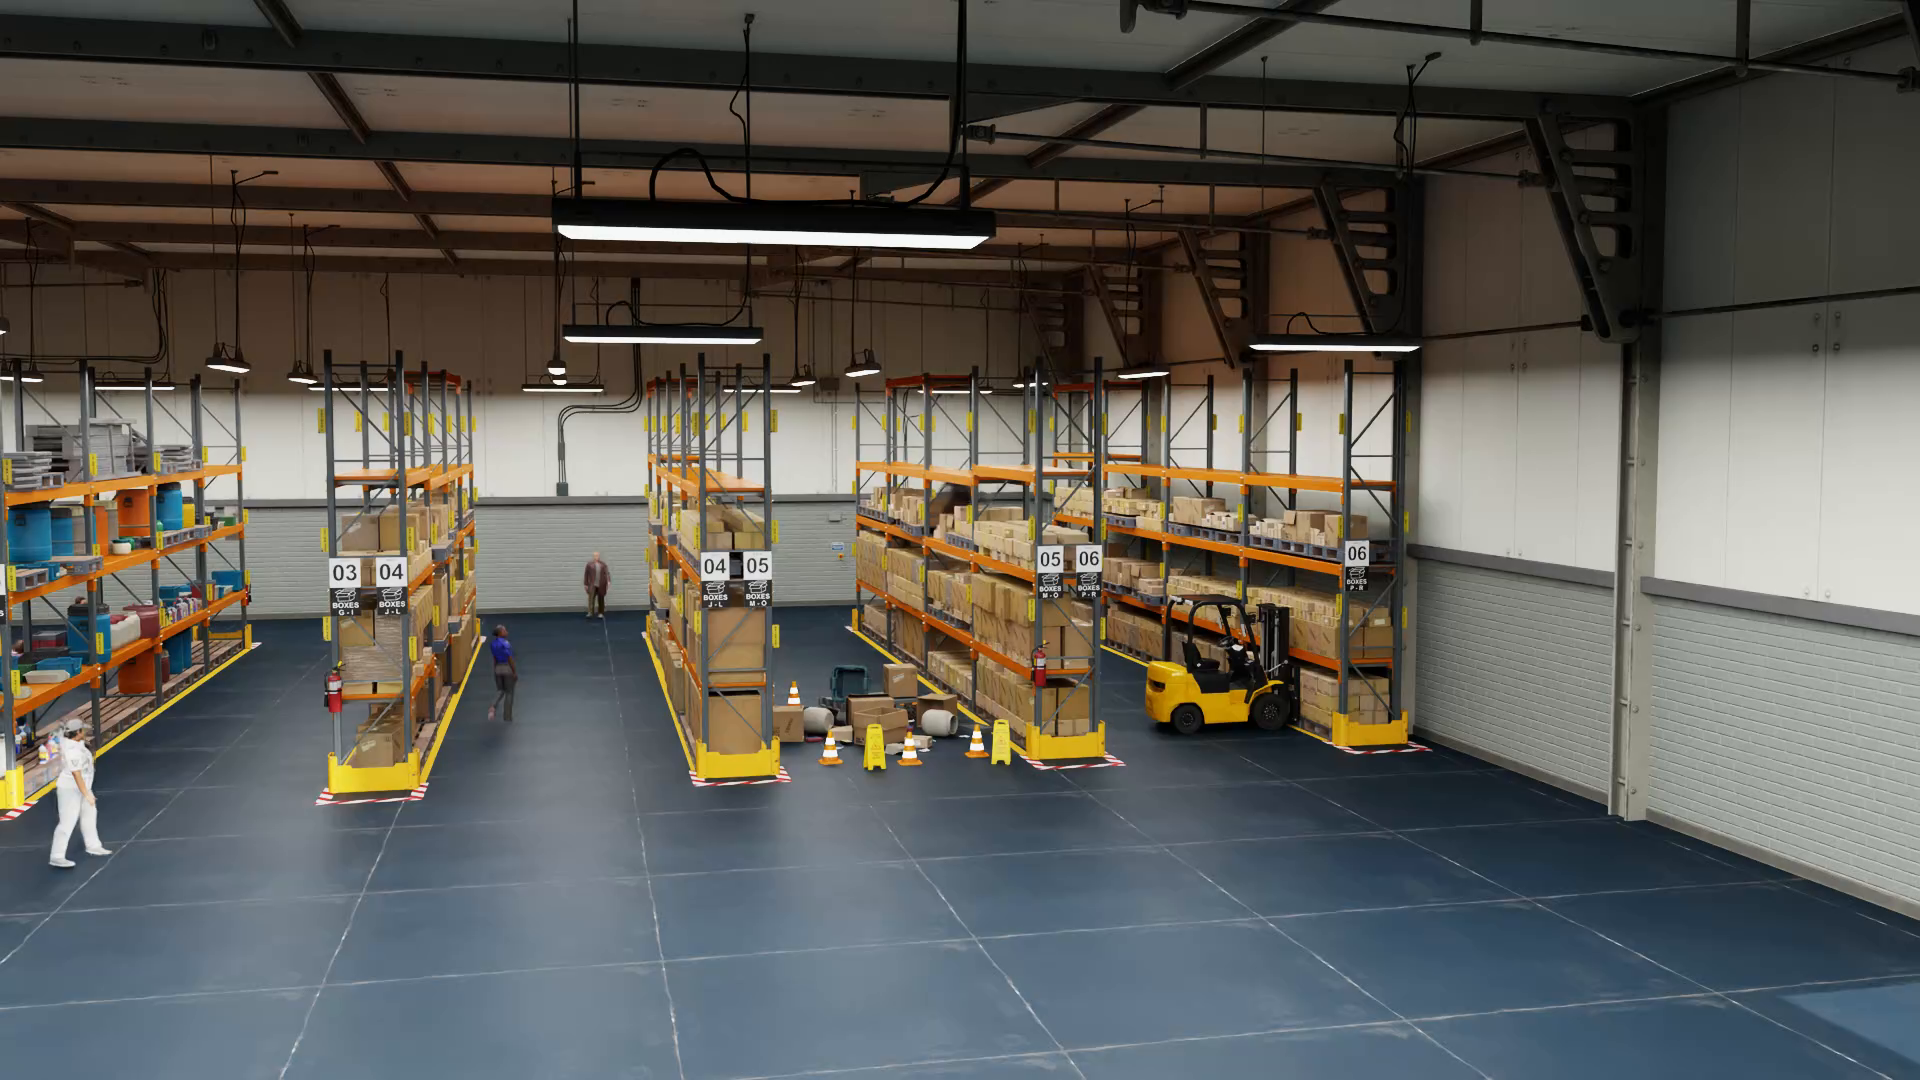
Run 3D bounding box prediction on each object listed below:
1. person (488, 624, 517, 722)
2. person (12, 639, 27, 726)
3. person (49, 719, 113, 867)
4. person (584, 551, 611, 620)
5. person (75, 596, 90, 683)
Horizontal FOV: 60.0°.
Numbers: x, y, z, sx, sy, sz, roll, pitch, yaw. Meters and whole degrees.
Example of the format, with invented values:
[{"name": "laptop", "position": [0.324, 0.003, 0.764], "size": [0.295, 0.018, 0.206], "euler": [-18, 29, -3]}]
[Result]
[{"name": "person", "position": [-7.632, 2.231, 27.807], "size": [0.484, 1.646, 0.507], "euler": [1, 4, 20]}, {"name": "person", "position": [-14.848, 2.386, 26.261], "size": [0.520, 1.630, 0.361], "euler": [-3, 5, -35]}, {"name": "person", "position": [-10.080, 2.867, 19.008], "size": [0.559, 1.685, 0.691], "euler": [-1, 4, -16]}, {"name": "person", "position": [-9.271, 1.172, 42.455], "size": [0.710, 1.722, 1.048], "euler": [0, 4, -5]}, {"name": "person", "position": [-16.936, 1.919, 32.155], "size": [0.395, 1.673, 0.504], "euler": [-2, 5, -31]}]
